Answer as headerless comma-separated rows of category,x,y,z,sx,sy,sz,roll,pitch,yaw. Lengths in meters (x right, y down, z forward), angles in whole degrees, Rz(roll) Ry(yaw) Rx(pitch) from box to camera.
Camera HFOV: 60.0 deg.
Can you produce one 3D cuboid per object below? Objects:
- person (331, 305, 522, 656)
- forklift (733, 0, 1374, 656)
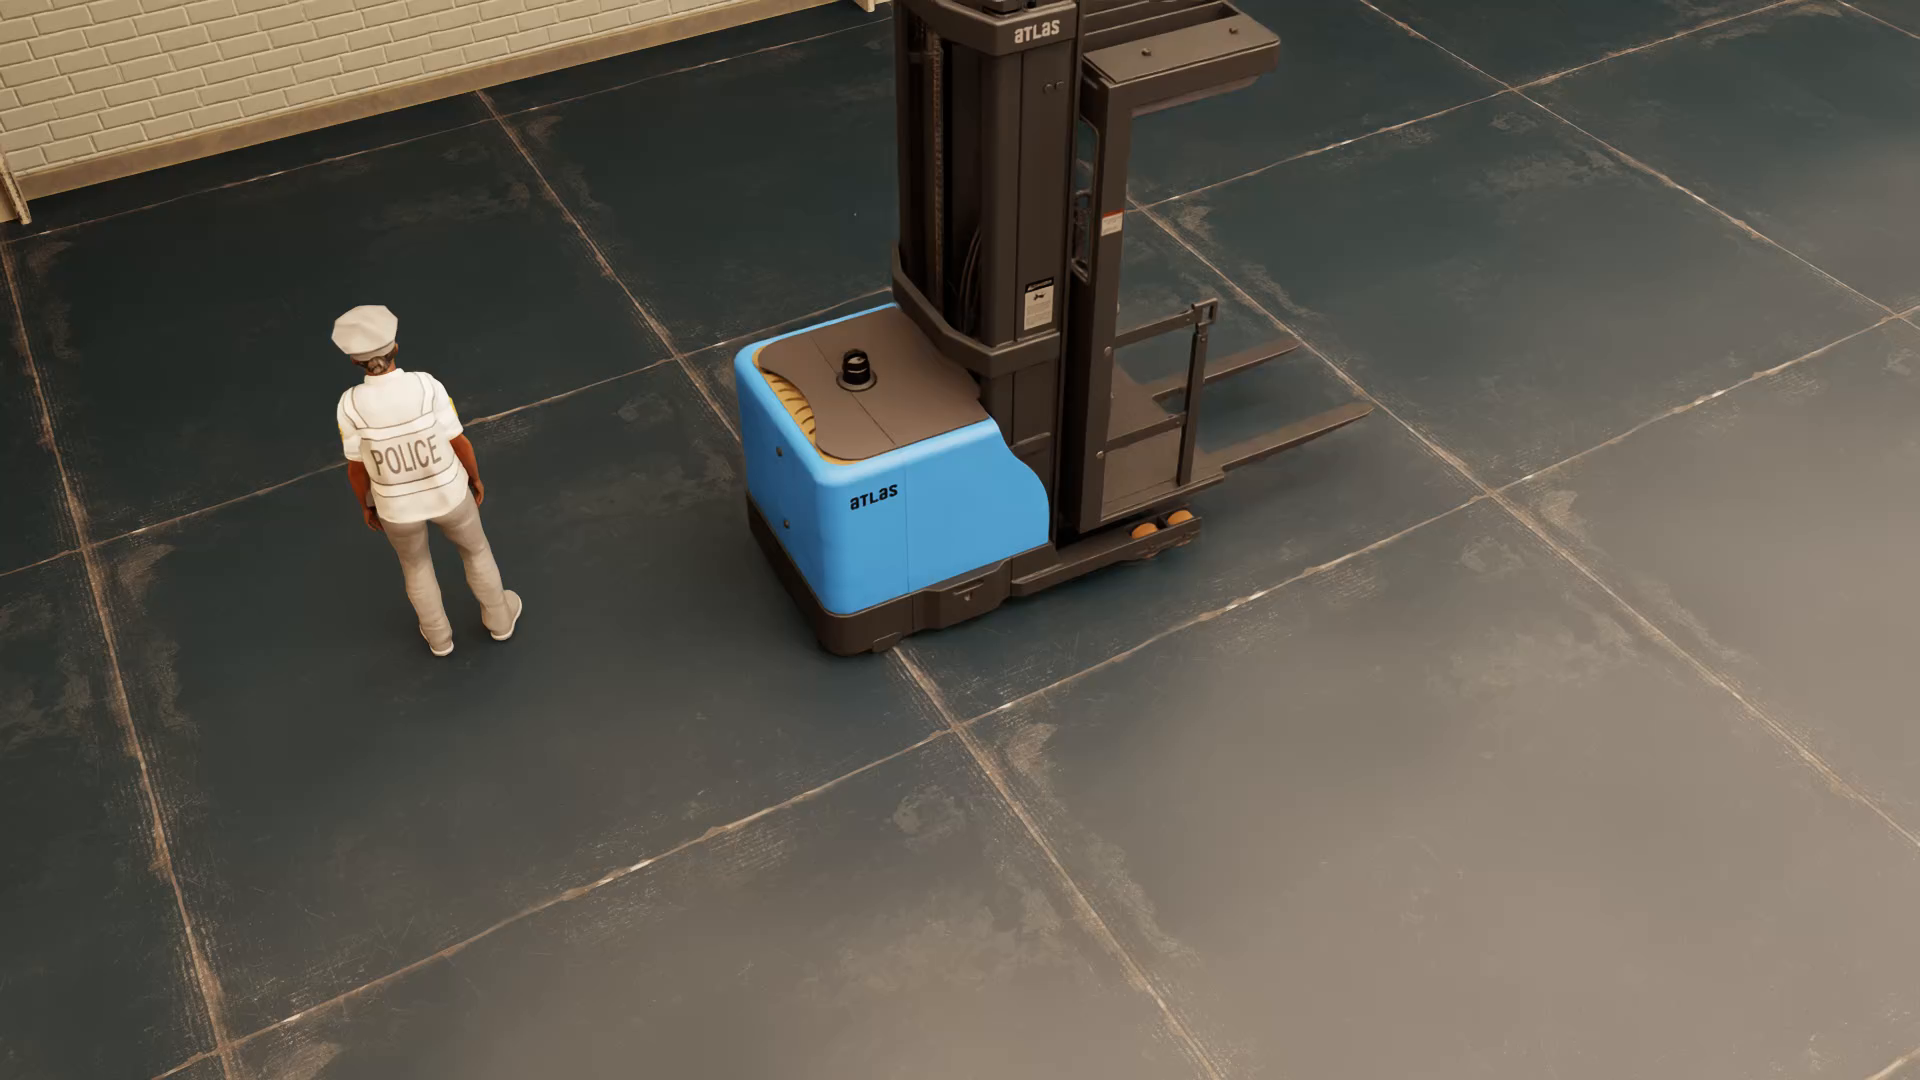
person,-2.202,-0.192,6.842,0.528,1.658,0.395,-14,45,-15
forklift,0.556,-1.287,7.085,3.031,2.935,1.130,-20,46,-20
